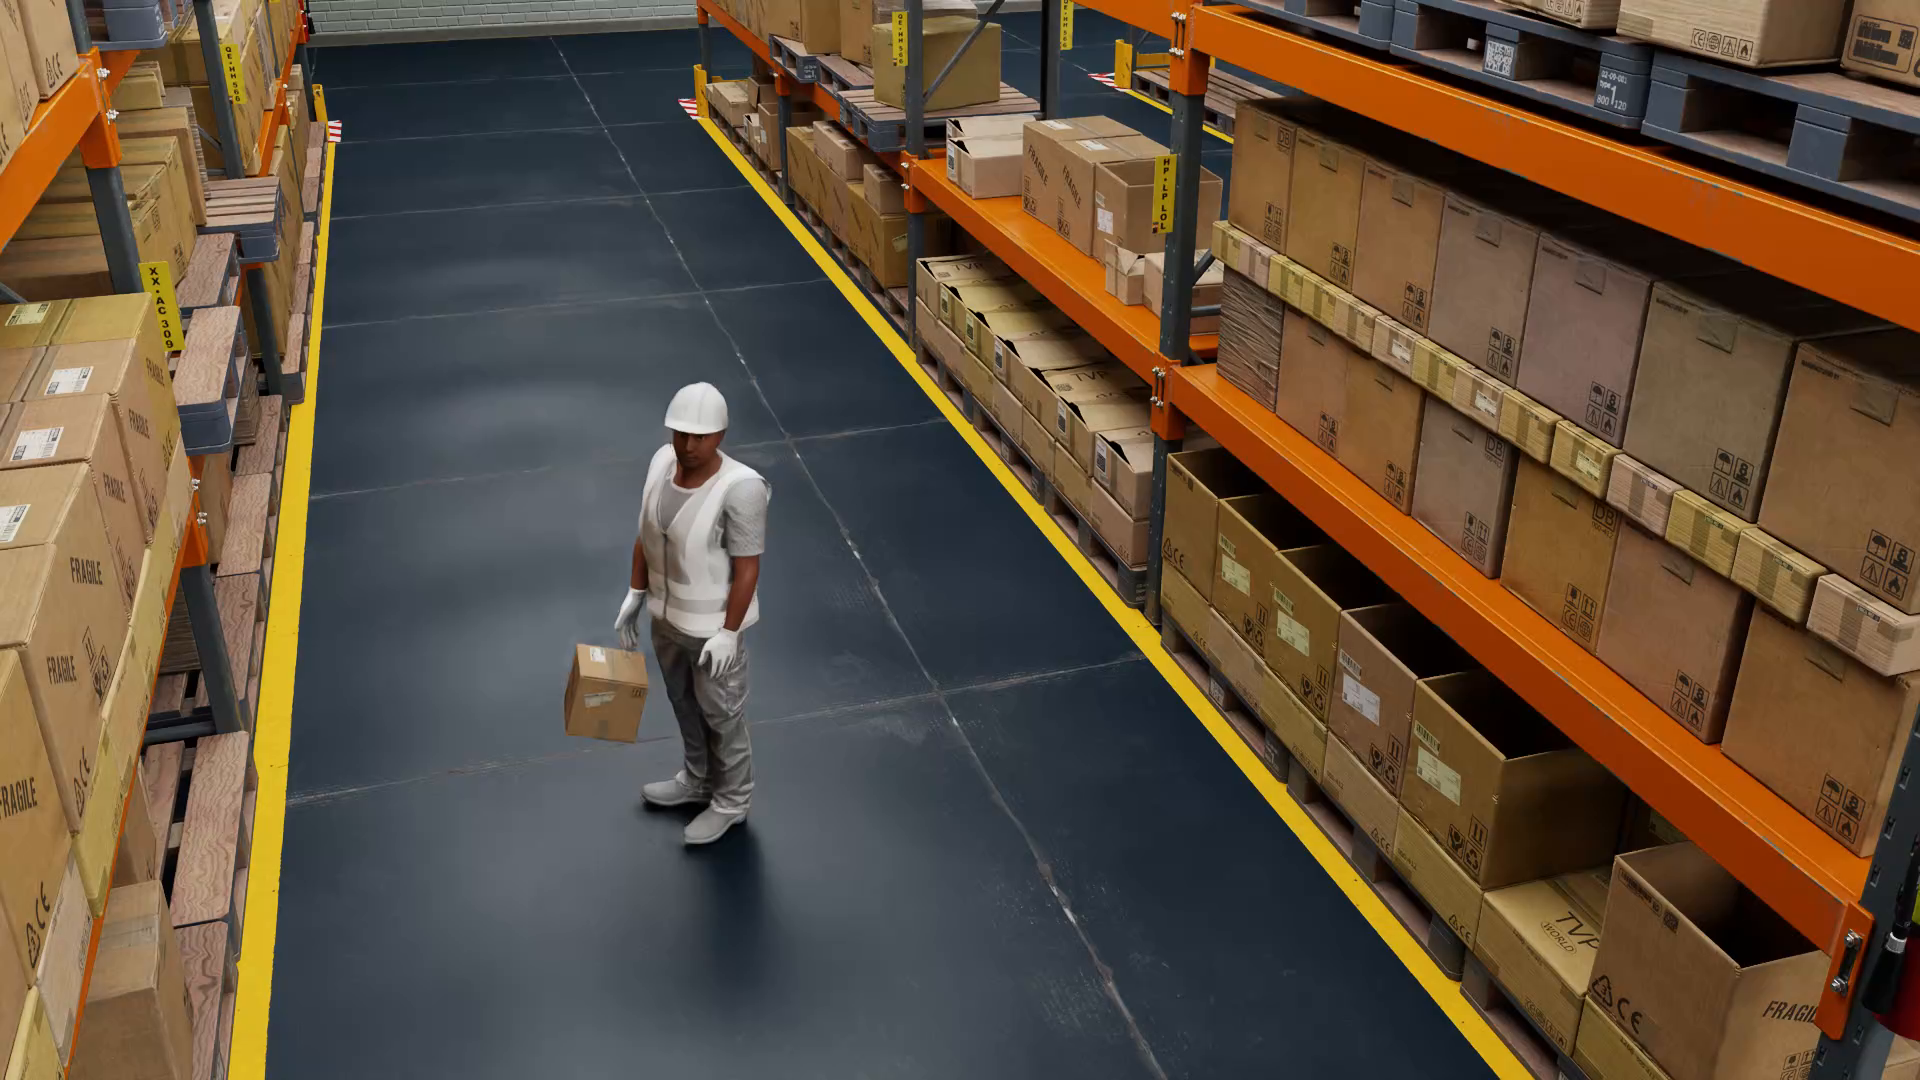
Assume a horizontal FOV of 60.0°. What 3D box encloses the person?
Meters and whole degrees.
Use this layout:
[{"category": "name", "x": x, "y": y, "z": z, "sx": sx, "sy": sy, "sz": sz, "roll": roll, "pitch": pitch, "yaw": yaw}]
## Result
[{"category": "person", "x": -0.974, "y": 0.277, "z": 5.988, "sx": 0.625, "sy": 1.788, "sz": 0.421, "roll": 22, "pitch": 34, "yaw": 37}]
